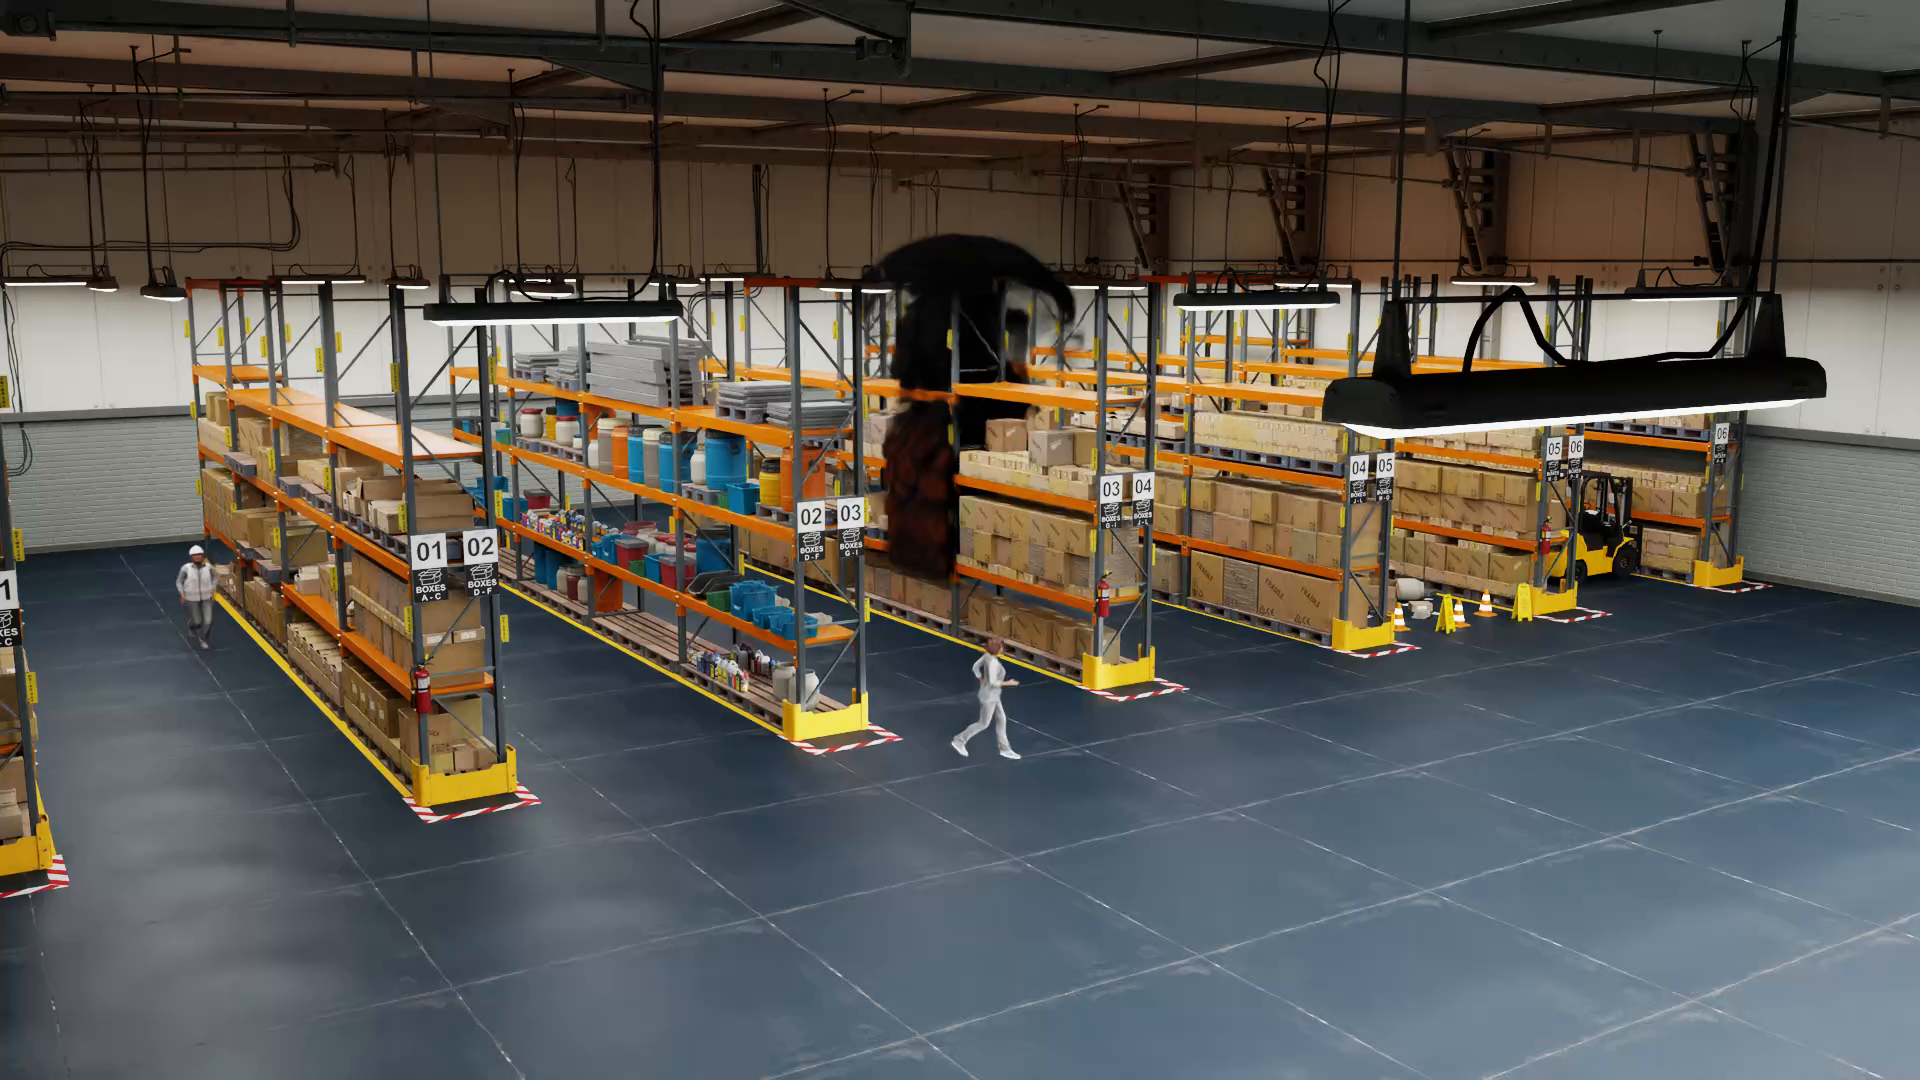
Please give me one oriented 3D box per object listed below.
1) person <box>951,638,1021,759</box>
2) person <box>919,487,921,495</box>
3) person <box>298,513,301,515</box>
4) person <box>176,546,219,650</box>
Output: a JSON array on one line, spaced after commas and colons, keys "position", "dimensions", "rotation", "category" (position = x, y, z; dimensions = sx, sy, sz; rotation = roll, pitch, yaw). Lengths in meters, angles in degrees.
[{"position": [0.332, 2.024, 21.122], "dimensions": [0.894, 1.594, 0.512], "rotation": [0, 10, -3], "category": "person"}, {"position": [-0.772, -1.675, 42.716], "dimensions": [0.780, 1.748, 0.663], "rotation": [-7, 12, -35], "category": "person"}, {"position": [-13.364, -0.218, 34.139], "dimensions": [0.898, 1.758, 0.773], "rotation": [3, 10, 16], "category": "person"}, {"position": [-12.505, 0.936, 27.318], "dimensions": [0.648, 1.724, 0.616], "rotation": [-6, 11, -34], "category": "person"}]
